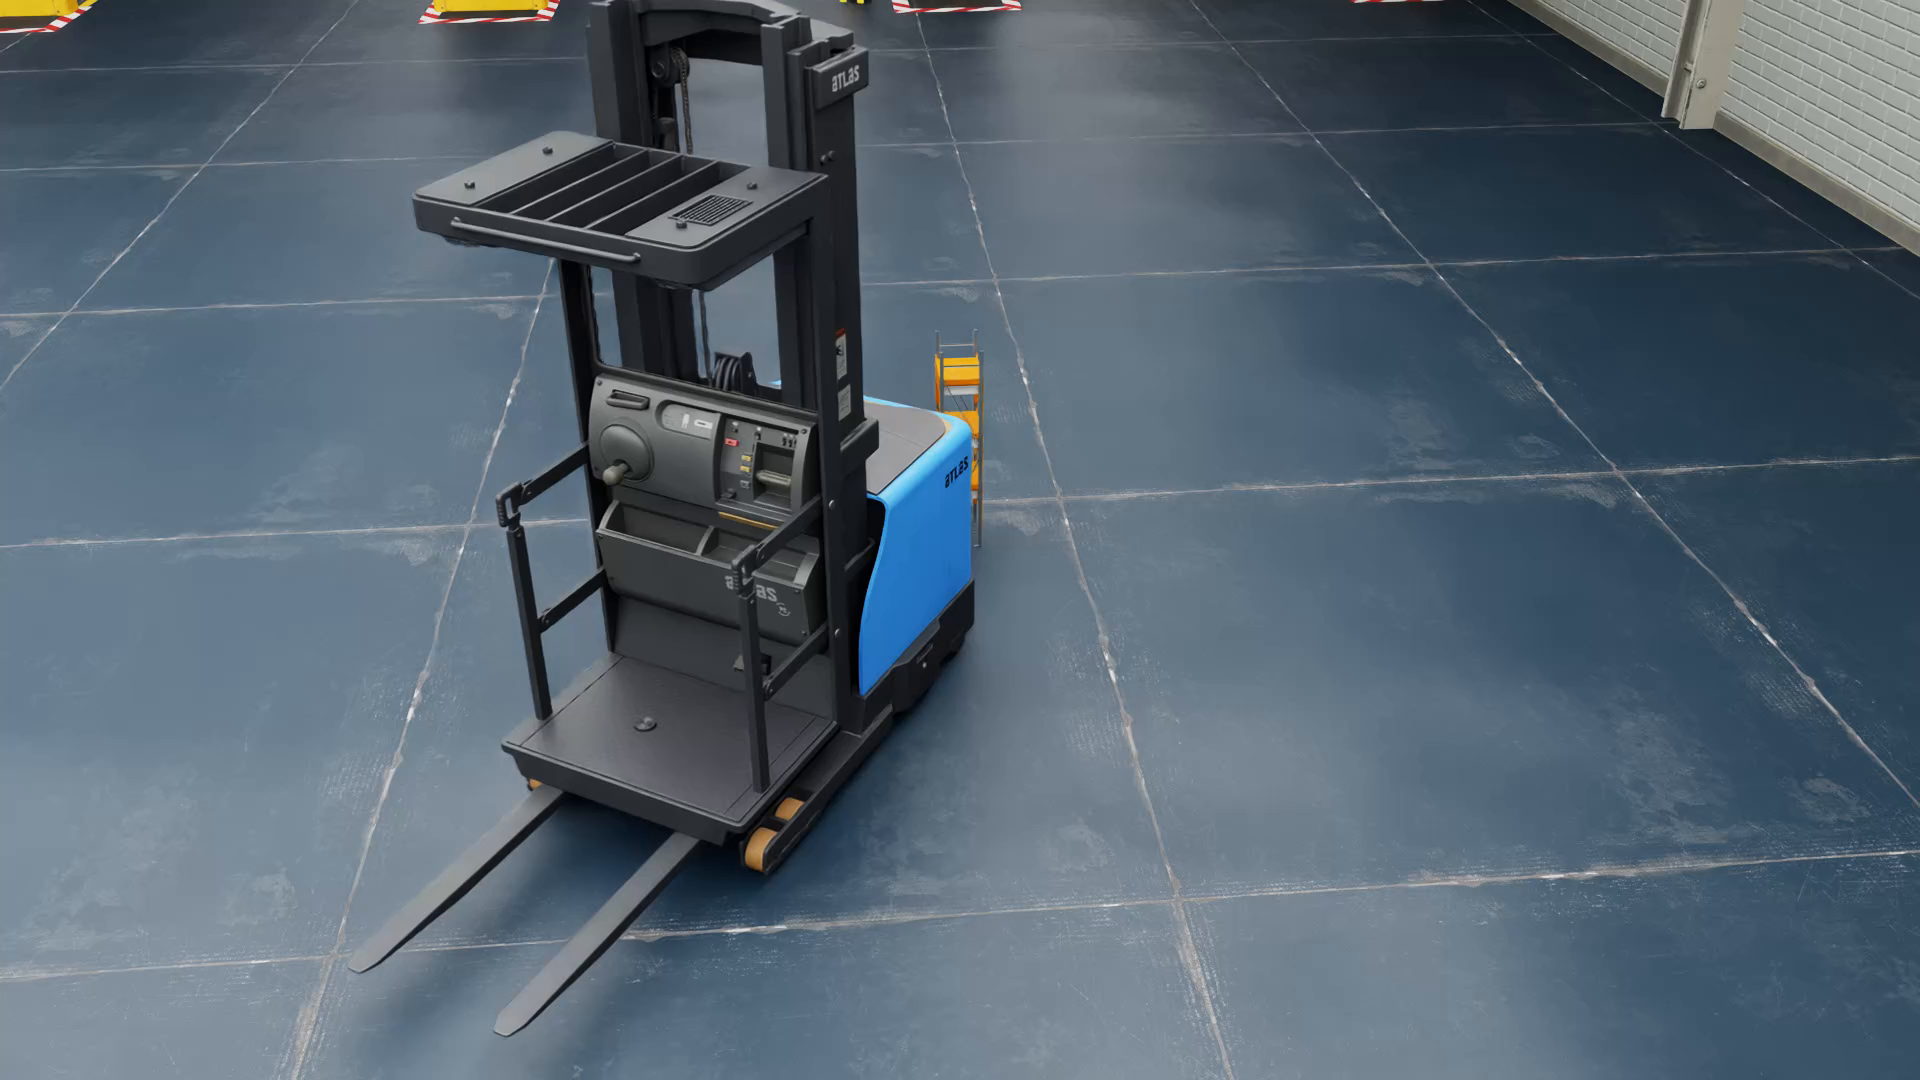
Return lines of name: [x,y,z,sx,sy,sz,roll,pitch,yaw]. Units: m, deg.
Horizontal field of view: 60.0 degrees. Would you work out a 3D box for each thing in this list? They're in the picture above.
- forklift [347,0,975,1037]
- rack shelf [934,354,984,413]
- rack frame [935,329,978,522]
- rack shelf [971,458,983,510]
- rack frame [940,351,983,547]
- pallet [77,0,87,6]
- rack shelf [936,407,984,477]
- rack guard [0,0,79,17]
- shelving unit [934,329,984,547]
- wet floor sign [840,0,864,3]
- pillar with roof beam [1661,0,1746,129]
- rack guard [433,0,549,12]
forklift: [-1.044,-0.281,5.862,1.130,2.935,3.031,14,34,22]
rack shelf: [-0.005,-0.713,7.886,0.215,0.259,0.240,-3,31,-5]
rack frame: [-0.016,-0.540,8.131,0.200,1.050,0.008,-3,31,-5]
rack shelf: [-0.005,-0.230,8.174,0.215,0.259,0.240,-3,31,-5]
rack frame: [0.006,-0.416,7.922,0.200,1.050,0.008,-3,31,-5]
pallet: [-10.007,-6.082,18.226,1.003,0.211,1.213,-3,31,-5]
rack shelf: [-0.005,-0.469,8.032,0.215,0.259,0.240,-3,31,-5]
rack guard: [-9.966,-5.789,17.455,1.175,0.500,0.348,-3,31,-5]
shelving unit: [-0.005,-0.478,8.027,0.215,1.050,0.252,-3,31,-5]
wet floor sign: [-1.140,-6.139,17.899,0.267,0.644,0.232,8,32,13]
pillar with roof beam: [1.956,-7.243,11.600,9.100,9.000,0.400,-3,31,-5]
rack guard: [-5.009,-5.924,17.681,1.175,0.500,0.348,-3,31,-5]
